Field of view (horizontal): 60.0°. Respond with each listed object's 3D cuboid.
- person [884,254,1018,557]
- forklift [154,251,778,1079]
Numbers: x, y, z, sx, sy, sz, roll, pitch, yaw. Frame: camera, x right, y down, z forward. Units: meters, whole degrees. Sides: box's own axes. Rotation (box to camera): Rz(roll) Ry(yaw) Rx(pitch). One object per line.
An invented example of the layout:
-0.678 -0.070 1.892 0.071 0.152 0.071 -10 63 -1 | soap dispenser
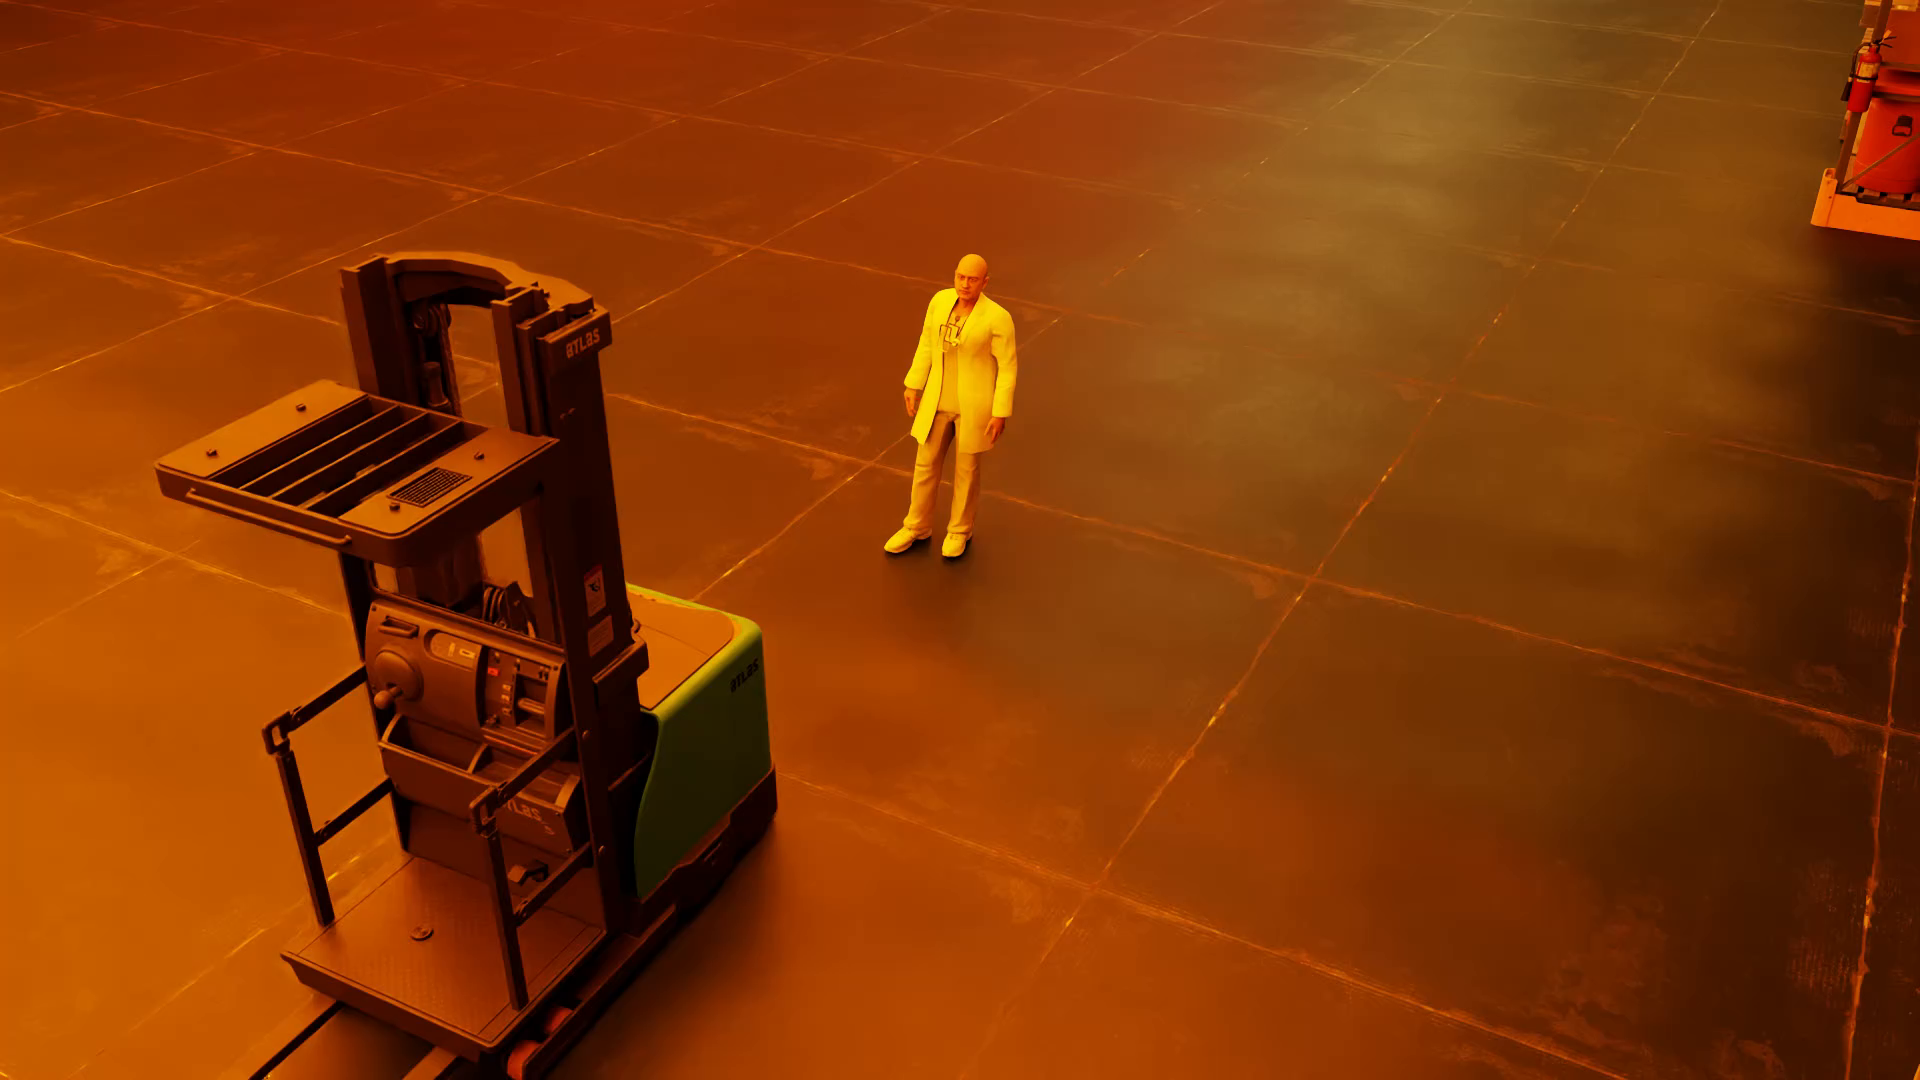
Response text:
-0.048 -0.738 9.489 0.696 1.775 0.581 15 33 25 | person
-1.970 0.561 6.098 1.130 2.935 3.031 14 33 23 | forklift
